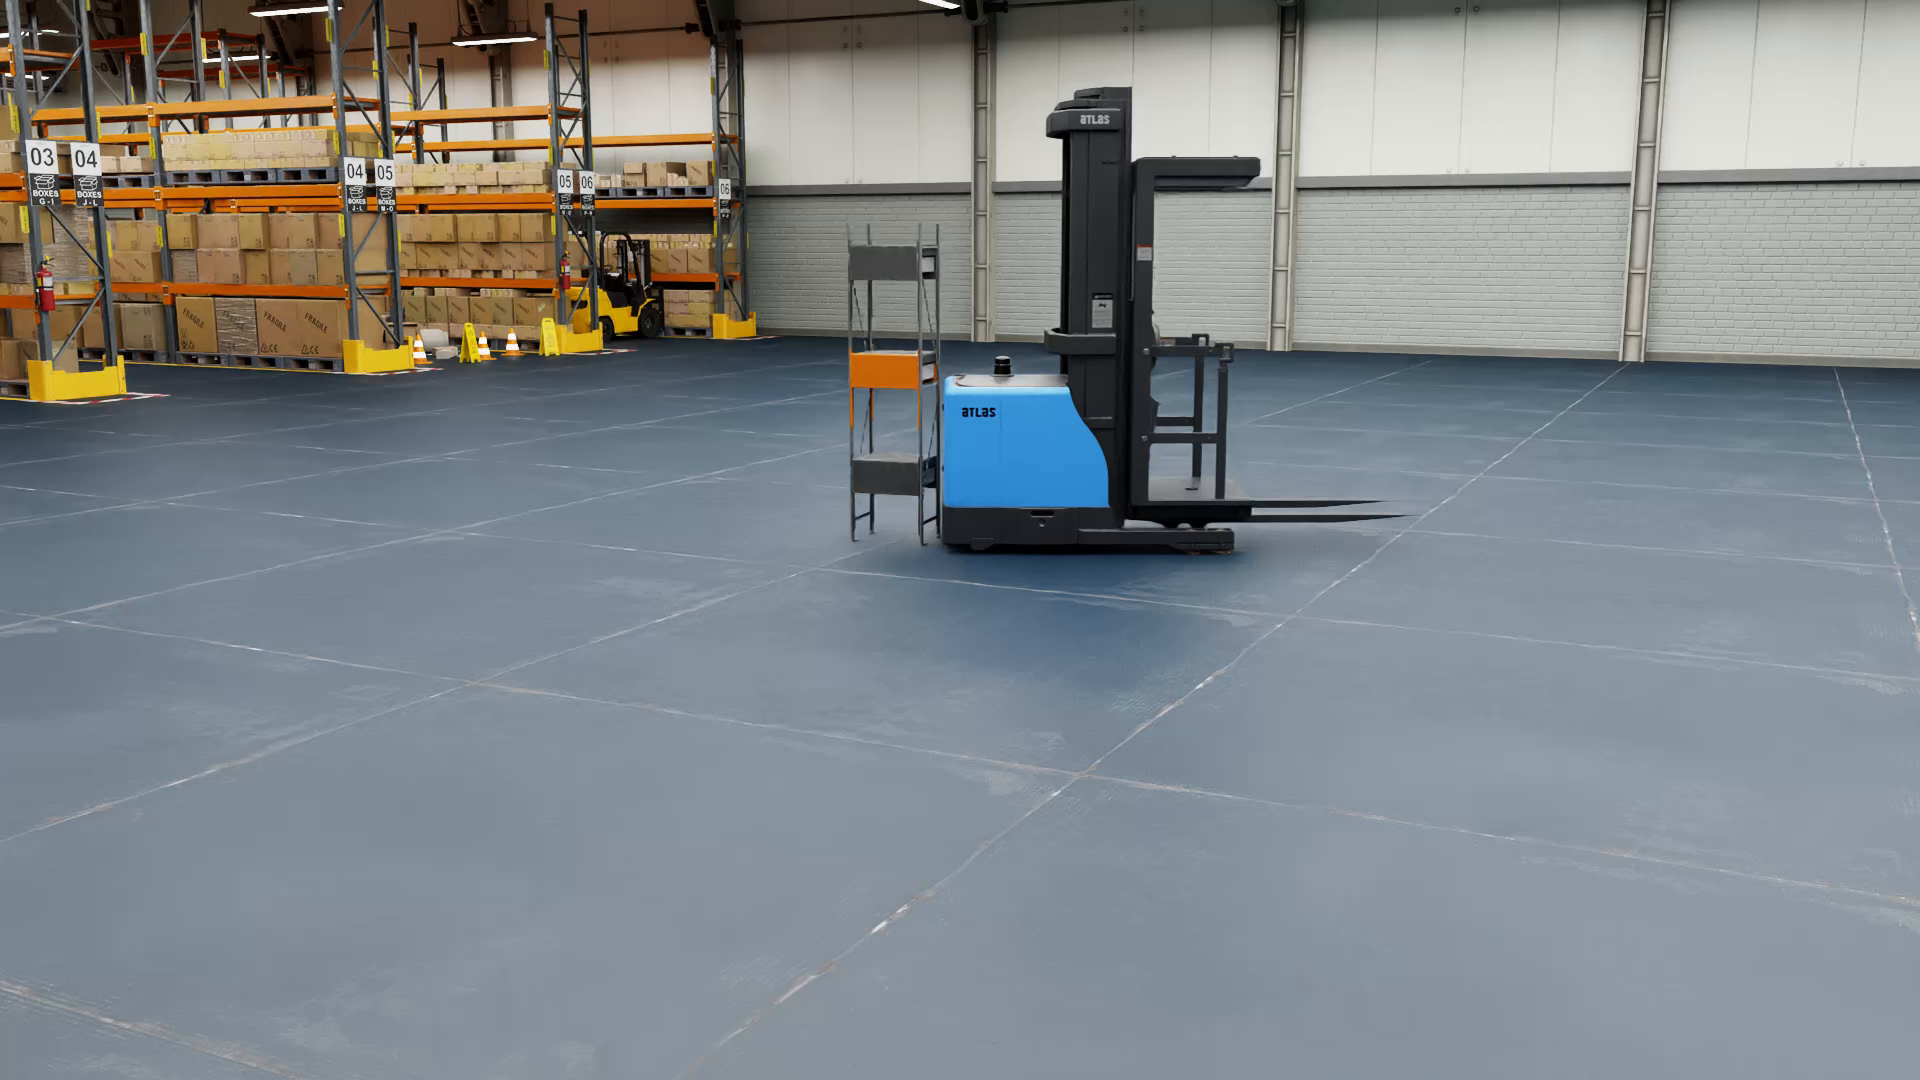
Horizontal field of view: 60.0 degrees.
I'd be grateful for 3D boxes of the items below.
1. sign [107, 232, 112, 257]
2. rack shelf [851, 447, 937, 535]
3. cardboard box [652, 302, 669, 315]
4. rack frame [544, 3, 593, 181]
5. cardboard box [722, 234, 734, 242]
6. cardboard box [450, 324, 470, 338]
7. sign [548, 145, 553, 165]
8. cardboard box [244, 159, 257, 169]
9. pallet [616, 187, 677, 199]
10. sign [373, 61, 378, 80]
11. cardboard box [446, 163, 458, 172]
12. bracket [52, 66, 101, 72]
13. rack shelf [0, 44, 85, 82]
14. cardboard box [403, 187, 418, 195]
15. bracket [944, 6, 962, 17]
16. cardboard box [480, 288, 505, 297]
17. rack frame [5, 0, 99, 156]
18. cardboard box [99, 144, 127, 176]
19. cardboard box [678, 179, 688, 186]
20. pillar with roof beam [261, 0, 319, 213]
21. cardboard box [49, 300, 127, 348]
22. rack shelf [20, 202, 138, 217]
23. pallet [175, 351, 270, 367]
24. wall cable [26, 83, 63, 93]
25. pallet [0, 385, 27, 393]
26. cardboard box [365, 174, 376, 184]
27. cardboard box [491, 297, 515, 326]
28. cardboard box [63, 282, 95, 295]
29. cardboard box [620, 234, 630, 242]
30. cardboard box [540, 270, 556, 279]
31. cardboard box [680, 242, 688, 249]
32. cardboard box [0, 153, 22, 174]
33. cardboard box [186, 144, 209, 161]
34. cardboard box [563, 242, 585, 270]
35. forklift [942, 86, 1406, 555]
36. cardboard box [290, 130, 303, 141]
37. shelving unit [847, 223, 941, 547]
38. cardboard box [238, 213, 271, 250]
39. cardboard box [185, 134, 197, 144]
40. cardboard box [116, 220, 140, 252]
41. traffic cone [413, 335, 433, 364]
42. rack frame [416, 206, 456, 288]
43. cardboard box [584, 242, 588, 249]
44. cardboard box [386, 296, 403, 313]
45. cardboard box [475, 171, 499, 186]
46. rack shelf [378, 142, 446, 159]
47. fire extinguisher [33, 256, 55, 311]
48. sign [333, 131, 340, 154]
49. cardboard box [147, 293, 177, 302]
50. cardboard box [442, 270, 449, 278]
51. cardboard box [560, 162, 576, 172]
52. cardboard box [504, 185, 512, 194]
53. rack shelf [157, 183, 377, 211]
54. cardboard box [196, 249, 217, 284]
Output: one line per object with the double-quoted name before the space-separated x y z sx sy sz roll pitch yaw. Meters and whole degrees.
"sign" -11.032 -3.827 21.521 0.005 0.325 0.100 5 11 26
"rack shelf" -0.433 -0.335 11.195 0.480 0.518 0.431 3 11 17
"cardboard box" -6.186 -4.856 34.779 0.500 0.250 0.500 5 11 25
"rack frame" -6.887 -7.849 29.330 0.127 3.000 1.000 5 11 26
"cardboard box" -4.901 -6.265 34.487 0.250 0.149 0.380 5 11 25
"cardboard box" -9.104 -3.894 30.867 0.500 0.250 0.500 5 11 25
"sign" -7.151 -6.721 29.037 0.005 0.325 0.100 5 11 26
"cardboard box" -10.802 -5.799 25.671 0.250 0.149 0.380 5 11 27
"pallet" -6.415 -7.278 34.847 1.213 0.211 1.003 5 11 26
"sign" -10.715 -8.613 30.482 0.005 0.325 0.100 5 11 26
"cardboard box" -9.144 -6.786 30.346 0.250 0.149 0.380 5 11 25
"bracket" -24.097 -12.226 43.411 5.218 0.066 0.076 5 11 26
"rack shelf" -13.066 -6.068 21.520 4.000 0.370 1.077 5 11 26
"cardboard box" -10.094 -6.471 30.843 0.250 0.149 0.380 5 11 26
"bracket" -0.068 -10.115 31.745 0.430 0.232 0.235 5 11 26
"cardboard box" -8.539 -4.520 30.395 0.250 0.149 0.380 6 12 28
"rack frame" -11.272 -6.266 20.585 0.127 3.000 1.000 5 11 26
"cardboard box" -14.478 -6.417 28.103 0.500 0.500 0.500 5 11 26
"cardboard box" -5.572 -7.315 34.048 0.250 0.149 0.380 5 11 24
"pillar with roof beam" -17.586 -9.099 36.236 0.548 9.000 9.100 5 11 26
"cardboard box" -14.869 -3.698 28.376 0.750 0.750 1.050 5 11 27
"rack shelf" -19.442 -7.122 35.757 4.000 0.370 1.077 5 11 26
"pallet" -11.926 -2.969 27.042 1.213 0.211 1.003 5 11 26
"wall cable" -23.538 -13.289 43.770 0.133 3.039 2.988 5 11 26
"pallet" -13.143 -2.114 22.318 1.213 0.211 1.003 5 11 26
"cardboard box" -11.062 -6.844 31.441 0.500 0.250 0.500 5 11 25
"cardboard box" -8.190 -4.181 30.348 0.500 0.500 0.500 6 12 28
"cardboard box" -11.422 -3.251 21.476 0.250 0.149 0.380 5 11 26
"cardboard box" -6.936 -6.358 35.003 0.250 0.149 0.380 5 11 26
"cardboard box" -7.317 -4.768 29.860 0.250 0.149 0.380 5 12 28
"cardboard box" -5.577 -6.086 34.335 0.250 0.149 0.380 5 12 27
"cardboard box" -11.817 -4.714 20.851 0.500 0.250 0.500 5 12 27
"cardboard box" -11.806 -6.095 26.189 0.500 0.250 0.500 5 11 25
"cardboard box" -7.189 -5.174 30.280 0.500 0.500 0.500 5 11 25
"forklift" 1.397 -1.441 10.963 3.031 2.935 1.130 0 10 -1
"cardboard box" -9.892 -6.111 25.159 0.250 0.149 0.380 5 12 27
"shelving unit" -0.433 -1.038 11.068 0.503 2.100 0.431 3 11 17
"cardboard box" -10.811 -4.854 26.176 0.500 0.550 0.875 5 11 26
"cardboard box" -11.942 -6.291 26.153 0.250 0.149 0.380 5 11 25
"cardboard box" -13.484 -5.033 27.529 0.500 0.500 0.700 5 11 25
"traffic cone" -8.835 -3.119 27.162 0.334 0.463 0.336 5 11 26
"rack frame" -11.868 -6.320 37.729 0.127 3.000 1.000 5 11 26
"cardboard box" -7.879 -6.286 35.438 0.250 0.149 0.380 5 12 27
"cardboard box" -12.787 -5.337 38.136 0.500 0.500 0.500 5 11 25
"cardboard box" -8.383 -6.523 30.011 0.500 0.250 0.500 5 12 27
"rack shelf" -13.662 -8.879 38.165 4.000 0.370 1.077 5 11 26
"fire extinguisher" -11.373 -3.193 20.669 0.183 0.674 0.296 5 11 26
"sign" -9.239 -5.885 24.640 0.005 0.325 0.100 5 11 26
"cardboard box" -16.244 -4.898 34.655 0.875 0.875 0.875 5 12 27
"cardboard box" -9.373 -4.944 30.828 0.250 0.149 0.380 5 11 26
"cardboard box" -7.116 -6.702 29.883 0.250 0.149 0.380 5 11 25
"cardboard box" -7.989 -6.304 29.922 0.250 0.149 0.380 5 11 26
"rack shelf" -10.780 -5.378 26.120 4.000 0.370 1.077 5 11 26
"cardboard box" -11.734 -4.420 26.811 0.550 0.550 0.875 5 11 26
